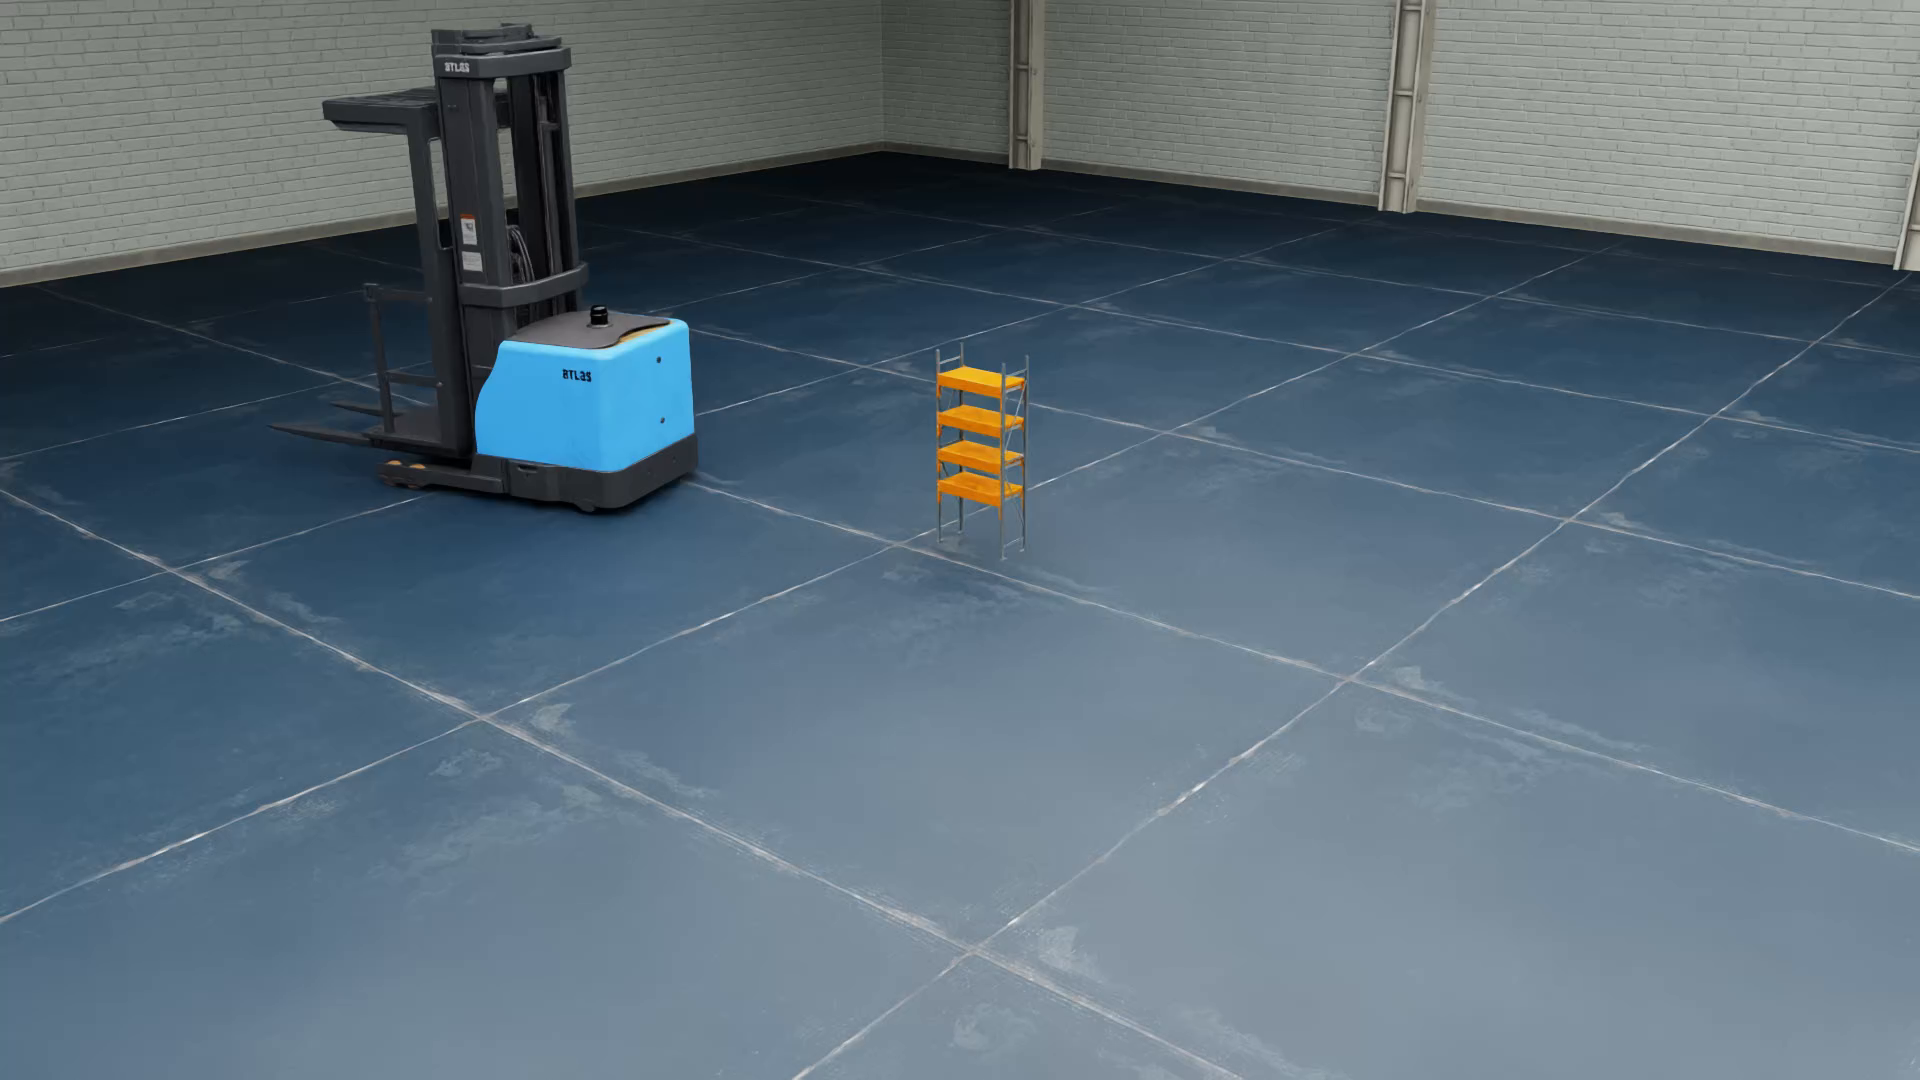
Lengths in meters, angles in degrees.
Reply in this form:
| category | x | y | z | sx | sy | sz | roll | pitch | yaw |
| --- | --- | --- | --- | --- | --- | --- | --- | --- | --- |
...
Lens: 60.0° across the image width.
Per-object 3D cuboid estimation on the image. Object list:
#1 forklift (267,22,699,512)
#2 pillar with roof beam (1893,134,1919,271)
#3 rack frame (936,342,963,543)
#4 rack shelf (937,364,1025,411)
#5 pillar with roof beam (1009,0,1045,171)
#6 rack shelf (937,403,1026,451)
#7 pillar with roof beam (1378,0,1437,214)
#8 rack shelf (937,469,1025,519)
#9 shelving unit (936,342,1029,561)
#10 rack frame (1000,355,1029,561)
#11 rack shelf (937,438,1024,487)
| category | x | y | z | sx | sy | sz | roll | pitch | yaw |
| --- | --- | --- | --- | --- | --- | --- | --- | --- | --- |
| forklift | -3.344 | -1.870 | 10.973 | 3.031 | 2.935 | 1.130 | 8 | 22 | 21 |
| pillar with roof beam | 7.557 | -5.939 | 13.165 | 0.400 | 9.000 | 9.100 | 16 | 26 | 36 |
| rack frame | -0.061 | -0.579 | 10.003 | 0.015 | 1.200 | 0.240 | 16 | 26 | 36 |
| rack shelf | 0.128 | -0.892 | 9.720 | 0.480 | 0.148 | 0.258 | 16 | 26 | 36 |
| pillar with roof beam | -1.740 | -8.617 | 20.264 | 0.400 | 9.000 | 9.100 | 16 | 26 | 36 |
| rack shelf | 0.128 | -0.671 | 9.803 | 0.480 | 0.148 | 0.258 | 16 | 26 | 36 |
| pillar with roof beam | 2.908 | -7.278 | 16.715 | 0.400 | 9.000 | 9.100 | 16 | 26 | 36 |
| rack shelf | 0.128 | -0.276 | 9.952 | 0.480 | 0.148 | 0.258 | 16 | 26 | 36 |
| shelving unit | 0.128 | -0.524 | 9.859 | 0.503 | 1.200 | 0.258 | 16 | 26 | 36 |
| rack frame | 0.317 | -0.470 | 9.714 | 0.015 | 1.200 | 0.240 | 16 | 26 | 36 |
| rack shelf | 0.128 | -0.462 | 9.882 | 0.480 | 0.148 | 0.258 | 16 | 26 | 36 |
